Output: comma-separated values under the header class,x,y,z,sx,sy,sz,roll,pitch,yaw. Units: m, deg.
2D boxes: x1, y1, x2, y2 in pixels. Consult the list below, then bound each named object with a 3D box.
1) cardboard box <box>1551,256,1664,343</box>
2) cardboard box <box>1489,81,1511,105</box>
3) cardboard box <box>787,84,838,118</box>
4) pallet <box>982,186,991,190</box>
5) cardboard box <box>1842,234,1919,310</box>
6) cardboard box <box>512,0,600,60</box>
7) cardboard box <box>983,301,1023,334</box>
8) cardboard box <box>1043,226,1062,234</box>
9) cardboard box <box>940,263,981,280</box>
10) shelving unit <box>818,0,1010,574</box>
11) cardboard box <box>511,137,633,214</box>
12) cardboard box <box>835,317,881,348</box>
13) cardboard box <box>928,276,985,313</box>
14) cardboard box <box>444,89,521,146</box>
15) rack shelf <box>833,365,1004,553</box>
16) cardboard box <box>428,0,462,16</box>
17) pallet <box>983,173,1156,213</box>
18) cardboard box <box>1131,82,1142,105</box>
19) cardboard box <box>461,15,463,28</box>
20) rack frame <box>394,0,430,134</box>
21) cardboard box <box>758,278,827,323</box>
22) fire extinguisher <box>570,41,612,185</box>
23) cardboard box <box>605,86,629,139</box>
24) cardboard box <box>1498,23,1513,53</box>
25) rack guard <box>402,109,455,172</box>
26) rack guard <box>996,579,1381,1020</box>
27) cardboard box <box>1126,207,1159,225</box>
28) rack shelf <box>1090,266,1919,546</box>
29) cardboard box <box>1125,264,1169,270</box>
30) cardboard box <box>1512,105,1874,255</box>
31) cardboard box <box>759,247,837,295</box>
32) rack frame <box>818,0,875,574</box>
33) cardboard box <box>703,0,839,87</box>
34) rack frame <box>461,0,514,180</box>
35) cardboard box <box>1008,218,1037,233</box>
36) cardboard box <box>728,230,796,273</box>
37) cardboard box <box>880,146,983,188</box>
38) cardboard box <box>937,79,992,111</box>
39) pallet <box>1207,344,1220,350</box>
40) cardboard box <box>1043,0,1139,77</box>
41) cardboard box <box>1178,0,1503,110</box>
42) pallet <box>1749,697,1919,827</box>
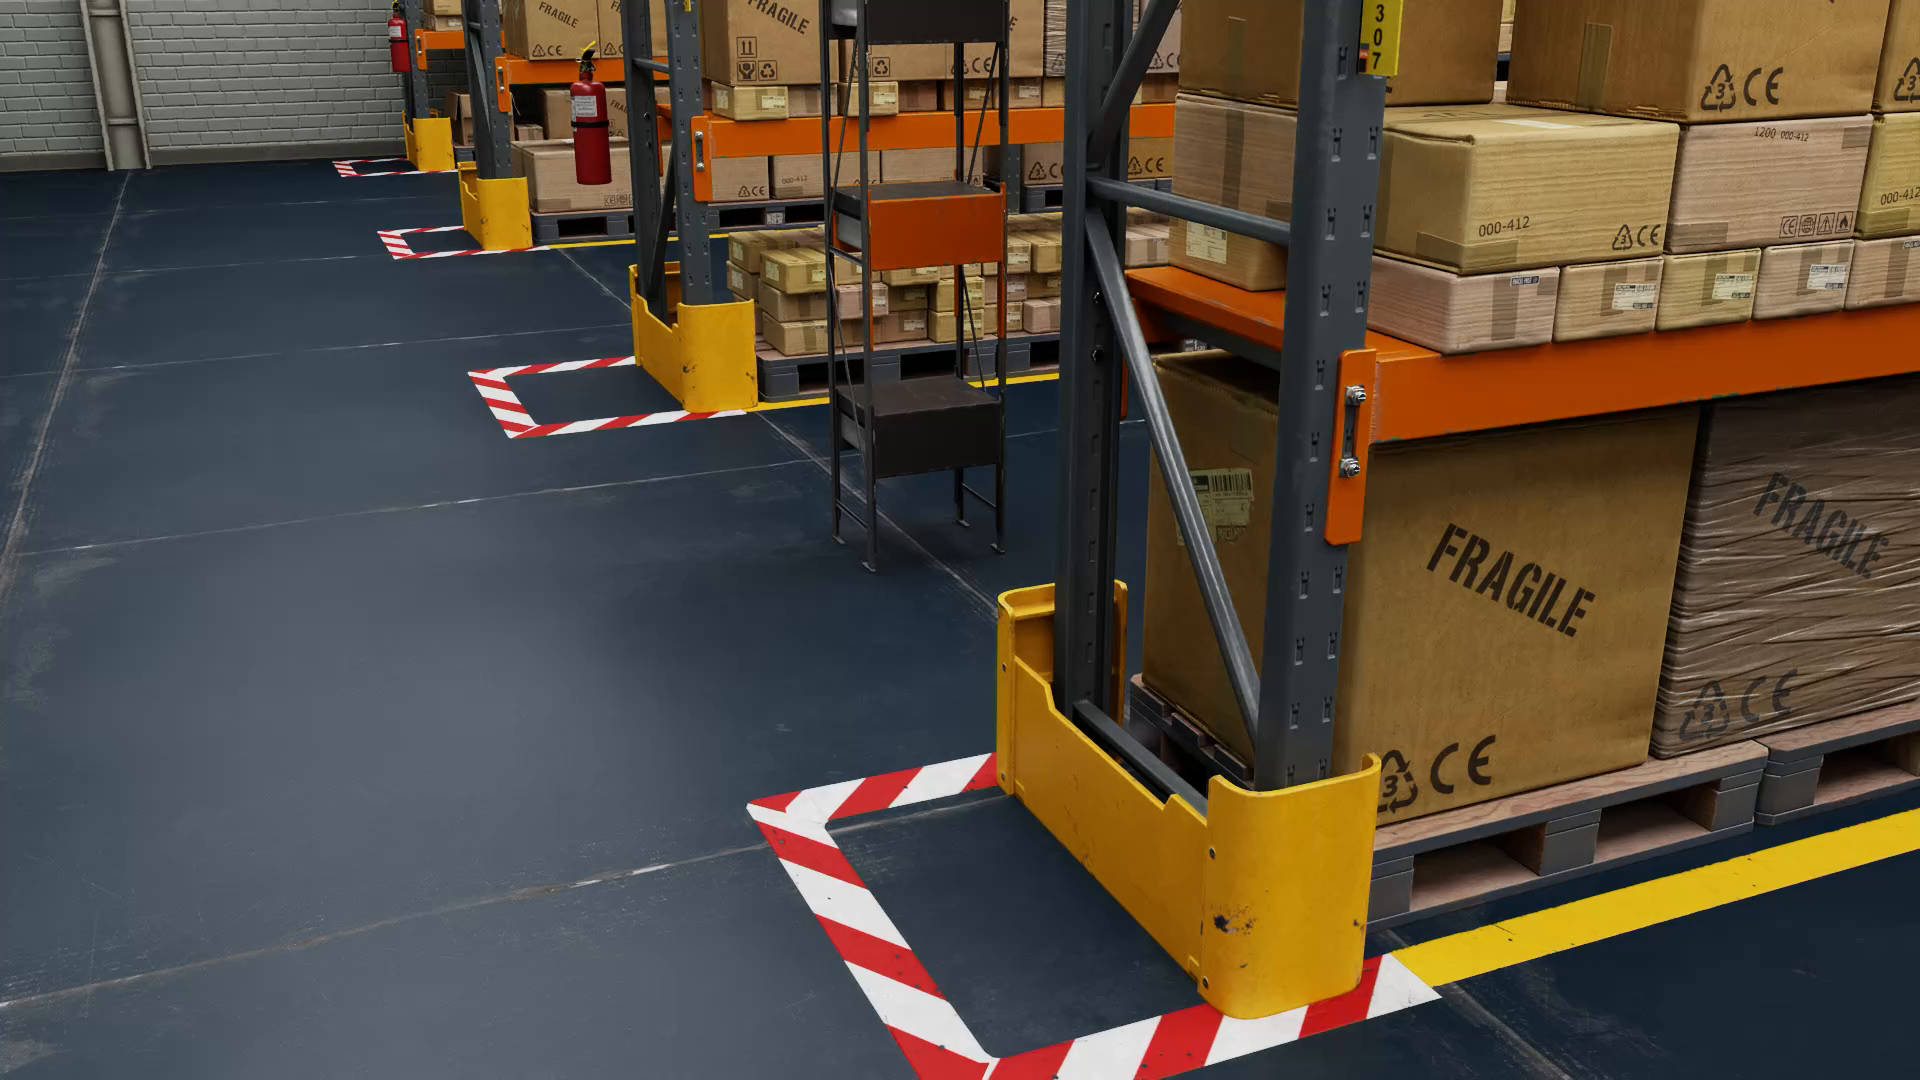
class,x,y,z,sx,sy,sz,roll,pitch,yaw
cardboard box,1.176,-0.519,3.357,0.250,0.149,0.380,-8,21,-23
cardboard box,1.290,-0.938,3.947,0.500,0.250,0.500,-9,21,-23
cardboard box,-0.743,-2.053,7.714,0.250,0.149,0.380,-7,21,-20
pallet,-0.498,-2.814,13.695,1.213,0.211,1.003,-8,21,-22
cardboard box,1.884,-0.620,3.645,0.250,0.149,0.380,-9,21,-23
cardboard box,-2.887,-3.702,11.868,0.500,0.500,0.500,-8,21,-22
cardboard box,0.128,-1.164,8.473,0.250,0.149,0.380,-8,21,-22
cardboard box,0.621,-1.523,8.597,0.250,0.149,0.380,-8,21,-22
cardboard box,-0.090,-1.407,8.266,0.250,0.149,0.380,-9,21,-25
shelving unit,-0.152,-0.969,5.611,0.503,2.100,0.431,-8,21,-22
cardboard box,-2.875,-2.786,12.643,0.875,0.438,0.875,-9,21,-24
cardboard box,-0.572,-1.067,8.196,0.250,0.149,0.380,-8,21,-22
cardboard box,-0.063,-1.246,8.256,0.250,0.149,0.380,-7,21,-20
cardboard box,-4.812,-4.264,16.743,0.637,0.503,0.797,-9,21,-24
rack shelf,-0.152,-0.295,5.848,0.480,0.518,0.431,-8,21,-22
cardboard box,-4.887,-5.239,16.163,0.500,0.250,0.500,-8,21,-22
pallet,0.910,-3.014,14.265,1.213,0.211,1.003,-8,21,-22
cardboard box,0.709,-2.254,8.285,0.250,0.149,0.380,-8,21,-21
cardboard box,-4.785,-5.081,16.314,0.250,0.149,0.380,-8,21,-21
rack frame,-5.411,-5.192,16.252,0.127,3.000,1.000,-8,21,-22
cardboard box,-0.805,-1.167,8.032,0.250,0.149,0.380,-7,21,-20
fire extinguisher,-1.802,-2.078,8.085,0.183,0.674,0.296,-8,21,-22
cardboard box,-3.486,-4.402,17.140,0.500,0.500,0.500,-8,21,-21
cardboard box,2.829,-2.700,8.920,0.250,0.149,0.380,-9,21,-25
rack guard,-5.341,-4.023,16.695,0.348,0.500,1.175,-8,21,-22
rack guard,0.462,0.525,3.777,0.348,0.500,1.175,-8,21,-22
cardboard box,0.901,-1.744,9.225,0.250,0.149,0.380,-8,21,-21
rack shelf,2.321,-0.581,4.238,4.000,0.370,1.077,-8,21,-22
cardboard box,0.890,-1.413,8.730,0.250,0.149,0.380,-9,21,-24
cardboard box,1.506,-0.778,3.492,0.500,0.250,0.500,-8,21,-23
cardboard box,-0.772,-1.282,7.911,0.250,0.149,0.380,-9,21,-24
rack frame,-0.376,-0.937,5.520,0.015,2.100,0.400,-8,21,-22
cardboard box,-0.866,-2.345,7.567,0.500,0.500,0.500,-7,21,-19
rack frame,-3.441,-3.679,11.954,0.127,3.000,1.000,-8,21,-22
cardboard box,0.212,-1.620,8.871,0.250,0.149,0.380,-9,21,-24
cardboard box,-1.002,-1.464,8.427,0.250,0.149,0.380,-8,21,-21
cardboard box,-0.387,-3.145,13.663,0.875,0.438,0.875,-8,21,-23
cardboard box,-0.032,-2.176,8.064,0.250,0.149,0.380,-8,21,-22
pallet,1.682,-1.295,9.381,1.213,0.211,1.003,-8,21,-22
cardboard box,0.536,-2.553,8.157,0.500,0.500,0.500,-9,21,-23
cardboard box,0.827,-1.224,3.632,0.500,0.500,0.500,-8,21,-21
pallet,2.306,0.370,4.653,1.213,0.211,1.003,-8,21,-22
